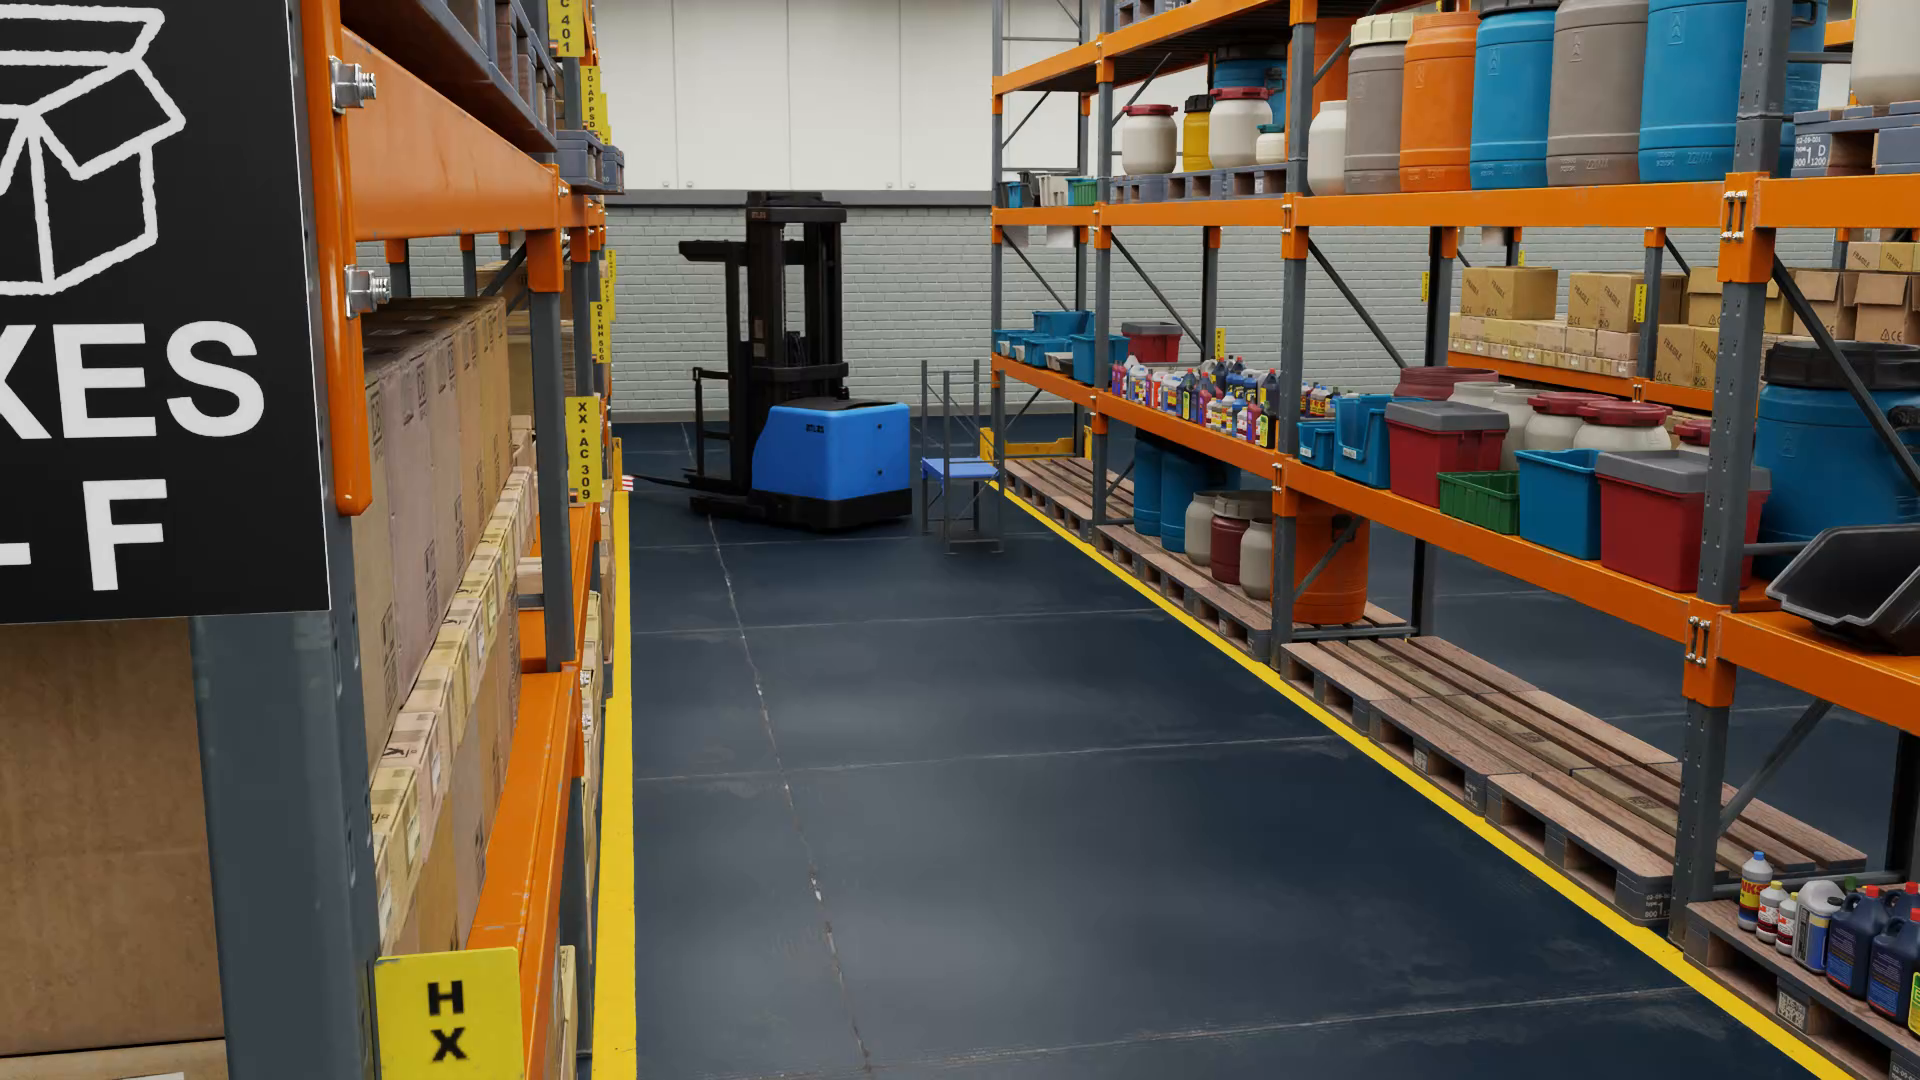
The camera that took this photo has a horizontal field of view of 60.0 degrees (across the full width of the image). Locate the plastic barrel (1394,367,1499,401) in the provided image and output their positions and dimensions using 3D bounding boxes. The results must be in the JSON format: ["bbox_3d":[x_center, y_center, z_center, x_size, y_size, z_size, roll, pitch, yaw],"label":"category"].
[{"bbox_3d":[2.773,-0.697,9.473,0.600,0.536,0.708,-2,11,-11],"label":"plastic barrel"}]

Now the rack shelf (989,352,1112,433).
[{"bbox_3d":[1.219,-1.451,15.724,1.077,0.370,4.000,-2,11,-11],"label":"rack shelf"}]

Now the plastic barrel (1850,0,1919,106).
[{"bbox_3d":[3.055,-1.619,5.238,0.421,0.512,0.421,0,11,0],"label":"plastic barrel"}]

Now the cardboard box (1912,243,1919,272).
[{"bbox_3d":[10.584,-2.919,17.776,0.500,0.500,0.500,-2,11,-12],"label":"cardboard box"}]

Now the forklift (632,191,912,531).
[{"bbox_3d":[-1.877,-1.724,15.416,3.031,2.935,1.130,9,14,40],"label":"forklift"}]

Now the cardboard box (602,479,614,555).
[{"bbox_3d":[-2.874,-0.167,12.558,0.500,0.500,0.500,-2,11,-11],"label":"cardboard box"}]

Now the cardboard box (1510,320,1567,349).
[{"bbox_3d":[5.825,-2.043,16.516,0.500,0.250,0.500,-2,11,-12],"label":"cardboard box"}]

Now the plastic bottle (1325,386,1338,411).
[{"bbox_3d":[2.503,-0.892,11.170,0.061,0.283,0.133,-2,11,-11],"label":"plastic bottle"}]

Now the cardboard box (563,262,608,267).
[{"bbox_3d":[-3.469,-2.273,15.176,0.500,0.500,0.500,-2,11,-9],"label":"cardboard box"}]

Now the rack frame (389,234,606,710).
[{"bbox_3d":[-2.474,-0.525,8.932,1.000,3.000,0.127,-2,11,-11],"label":"rack frame"}]

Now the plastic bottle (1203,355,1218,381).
[{"bbox_3d":[1.966,-1.252,12.883,0.144,0.351,0.185,-2,11,-11],"label":"plastic bottle"}]

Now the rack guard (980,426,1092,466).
[{"bbox_3d":[0.813,-0.948,17.838,1.175,0.500,0.348,-2,11,-11],"label":"rack guard"}]

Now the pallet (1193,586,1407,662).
[{"bbox_3d":[2.192,0.522,10.887,1.003,0.211,1.213,-2,11,-11],"label":"pallet"}]

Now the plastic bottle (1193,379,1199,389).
[{"bbox_3d":[1.664,-0.976,11.614,0.061,0.283,0.133,-2,11,-11],"label":"plastic bottle"}]

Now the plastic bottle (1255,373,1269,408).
[{"bbox_3d":[2.242,-1.090,12.232,0.152,0.276,0.135,-2,11,-11],"label":"plastic bottle"}]

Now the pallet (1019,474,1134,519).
[{"bbox_3d":[1.186,-0.426,15.869,1.003,0.211,1.213,-2,11,-11],"label":"pallet"}]

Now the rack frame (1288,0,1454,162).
[{"bbox_3d":[2.386,-3.651,9.314,1.000,3.000,0.127,-2,11,-11],"label":"rack frame"}]

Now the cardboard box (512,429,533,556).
[{"bbox_3d":[-2.029,-0.170,6.802,0.500,0.500,0.500,-2,11,-11],"label":"cardboard box"}]

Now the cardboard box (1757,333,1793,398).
[{"bbox_3d":[6.506,-1.390,13.209,0.500,0.500,0.500,-2,11,-12],"label":"cardboard box"}]

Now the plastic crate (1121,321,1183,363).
[{"bbox_3d":[1.680,-1.672,14.626,0.402,0.464,0.583,-2,11,-11],"label":"plastic crate"}]

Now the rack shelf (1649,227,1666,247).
[{"bbox_3d":[6.855,-2.371,12.535,1.077,0.370,4.000,-2,11,-11],"label":"rack shelf"}]

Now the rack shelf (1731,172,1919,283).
[{"bbox_3d":[3.553,-0.724,3.880,1.077,0.370,4.000,-2,11,-11],"label":"rack shelf"}]

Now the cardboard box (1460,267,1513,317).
[{"bbox_3d":[5.614,-2.603,17.450,0.500,0.500,0.500,-2,11,-12],"label":"cardboard box"}]

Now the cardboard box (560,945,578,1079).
[{"bbox_3d":[-1.391,1.430,4.890,0.500,0.250,0.500,-2,11,-11],"label":"cardboard box"}]

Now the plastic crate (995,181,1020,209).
[{"bbox_3d":[0.631,-3.500,16.891,0.497,0.269,0.590,-2,11,-11],"label":"plastic crate"}]

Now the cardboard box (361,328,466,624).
[{"bbox_3d":[-1.310,-0.120,3.070,0.700,0.500,0.500,-2,11,-11],"label":"cardboard box"}]

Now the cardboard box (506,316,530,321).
[{"bbox_3d":[-3.183,-1.295,11.588,0.700,0.500,0.500,0,11,-2],"label":"cardboard box"}]

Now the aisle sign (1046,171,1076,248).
[{"bbox_3d":[1.103,-3.473,17.466,0.394,0.787,0.004,-2,11,-11],"label":"aisle sign"}]

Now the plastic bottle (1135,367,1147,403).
[{"bbox_3d":[1.391,-1.187,12.753,0.097,0.271,0.097,0,11,0],"label":"plastic bottle"}]

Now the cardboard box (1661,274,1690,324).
[{"bbox_3d":[6.624,-2.156,15.102,0.500,0.500,0.500,-2,11,-11],"label":"cardboard box"}]

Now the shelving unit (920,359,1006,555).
[{"bbox_3d":[0.017,-0.721,13.974,0.538,1.500,1.048,-2,11,-11],"label":"shelving unit"}]

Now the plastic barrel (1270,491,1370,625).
[{"bbox_3d":[2.274,0.066,10.507,0.600,0.830,0.708,-2,11,-11],"label":"plastic barrel"}]

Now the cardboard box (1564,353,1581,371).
[{"bbox_3d":[5.936,-1.680,15.673,0.380,0.149,0.250,-2,11,-10],"label":"cardboard box"}]

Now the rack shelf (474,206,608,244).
[{"bbox_3d":[-3.641,-2.746,14.500,1.077,0.370,4.000,-2,11,-11],"label":"rack shelf"}]

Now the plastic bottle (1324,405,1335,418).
[{"bbox_3d":[2.410,-0.775,10.776,0.097,0.201,0.097,0,11,0],"label":"plastic bottle"}]

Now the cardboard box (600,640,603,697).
[{"bbox_3d":[-2.132,0.707,8.689,0.500,0.250,0.500,-2,11,-10],"label":"cardboard box"}]

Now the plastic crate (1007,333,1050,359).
[{"bbox_3d":[0.683,-1.941,16.659,0.416,0.233,0.300,-2,11,-11],"label":"plastic crate"}]

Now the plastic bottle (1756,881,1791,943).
[{"bbox_3d":[2.816,1.281,5.752,0.097,0.201,0.097,0,11,0],"label":"plastic bottle"}]

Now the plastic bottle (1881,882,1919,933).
[{"bbox_3d":[3.055,1.272,5.397,0.144,0.351,0.185,-2,11,-11],"label":"plastic bottle"}]

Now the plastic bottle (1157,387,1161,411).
[{"bbox_3d":[1.500,-1.050,12.220,0.097,0.201,0.097,0,11,0],"label":"plastic bottle"}]

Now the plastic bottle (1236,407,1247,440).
[{"bbox_3d":[1.820,-0.747,10.632,0.097,0.201,0.097,0,11,0],"label":"plastic bottle"}]

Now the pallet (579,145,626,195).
[{"bbox_3d":[-2.254,-1.784,8.032,1.213,0.211,1.003,-2,11,-8],"label":"pallet"}]

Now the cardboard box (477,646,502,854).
[{"bbox_3d":[-1.400,0.429,3.651,0.700,0.500,0.500,-2,11,-10],"label":"cardboard box"}]

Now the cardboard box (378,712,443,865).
[{"bbox_3d":[-0.931,0.354,2.311,0.380,0.149,0.250,-2,11,-12],"label":"cardboard box"}]

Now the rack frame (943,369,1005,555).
[{"bbox_3d":[0.115,-0.628,13.484,0.500,1.500,0.032,-2,11,-11],"label":"rack frame"}]

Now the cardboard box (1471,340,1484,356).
[{"bbox_3d":[5.587,-2.009,17.404,0.380,0.149,0.250,-2,11,-12],"label":"cardboard box"}]

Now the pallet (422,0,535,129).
[{"bbox_3d":[-1.270,-0.843,2.815,1.003,0.211,1.213,-2,11,-11],"label":"pallet"}]

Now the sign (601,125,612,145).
[{"bbox_3d":[-3.481,-3.917,16.364,0.100,0.325,0.005,-2,11,-11],"label":"sign"}]

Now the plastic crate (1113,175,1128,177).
[{"bbox_3d":[1.635,-3.085,14.710,0.497,0.269,0.590,-2,11,-11],"label":"plastic crate"}]

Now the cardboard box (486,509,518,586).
[{"bbox_3d":[-1.281,0.025,4.043,0.380,0.149,0.250,-2,11,-11],"label":"cardboard box"}]

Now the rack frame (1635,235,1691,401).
[{"bbox_3d":[6.466,-1.618,14.676,1.000,3.000,0.127,-2,11,-11],"label":"rack frame"}]

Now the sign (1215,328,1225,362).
[{"bbox_3d":[2.148,-1.594,13.807,0.100,0.325,0.005,-2,11,-11],"label":"sign"}]

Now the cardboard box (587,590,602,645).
[{"bbox_3d":[-2.130,0.431,8.640,0.500,0.311,0.500,-2,11,-10],"label":"cardboard box"}]
